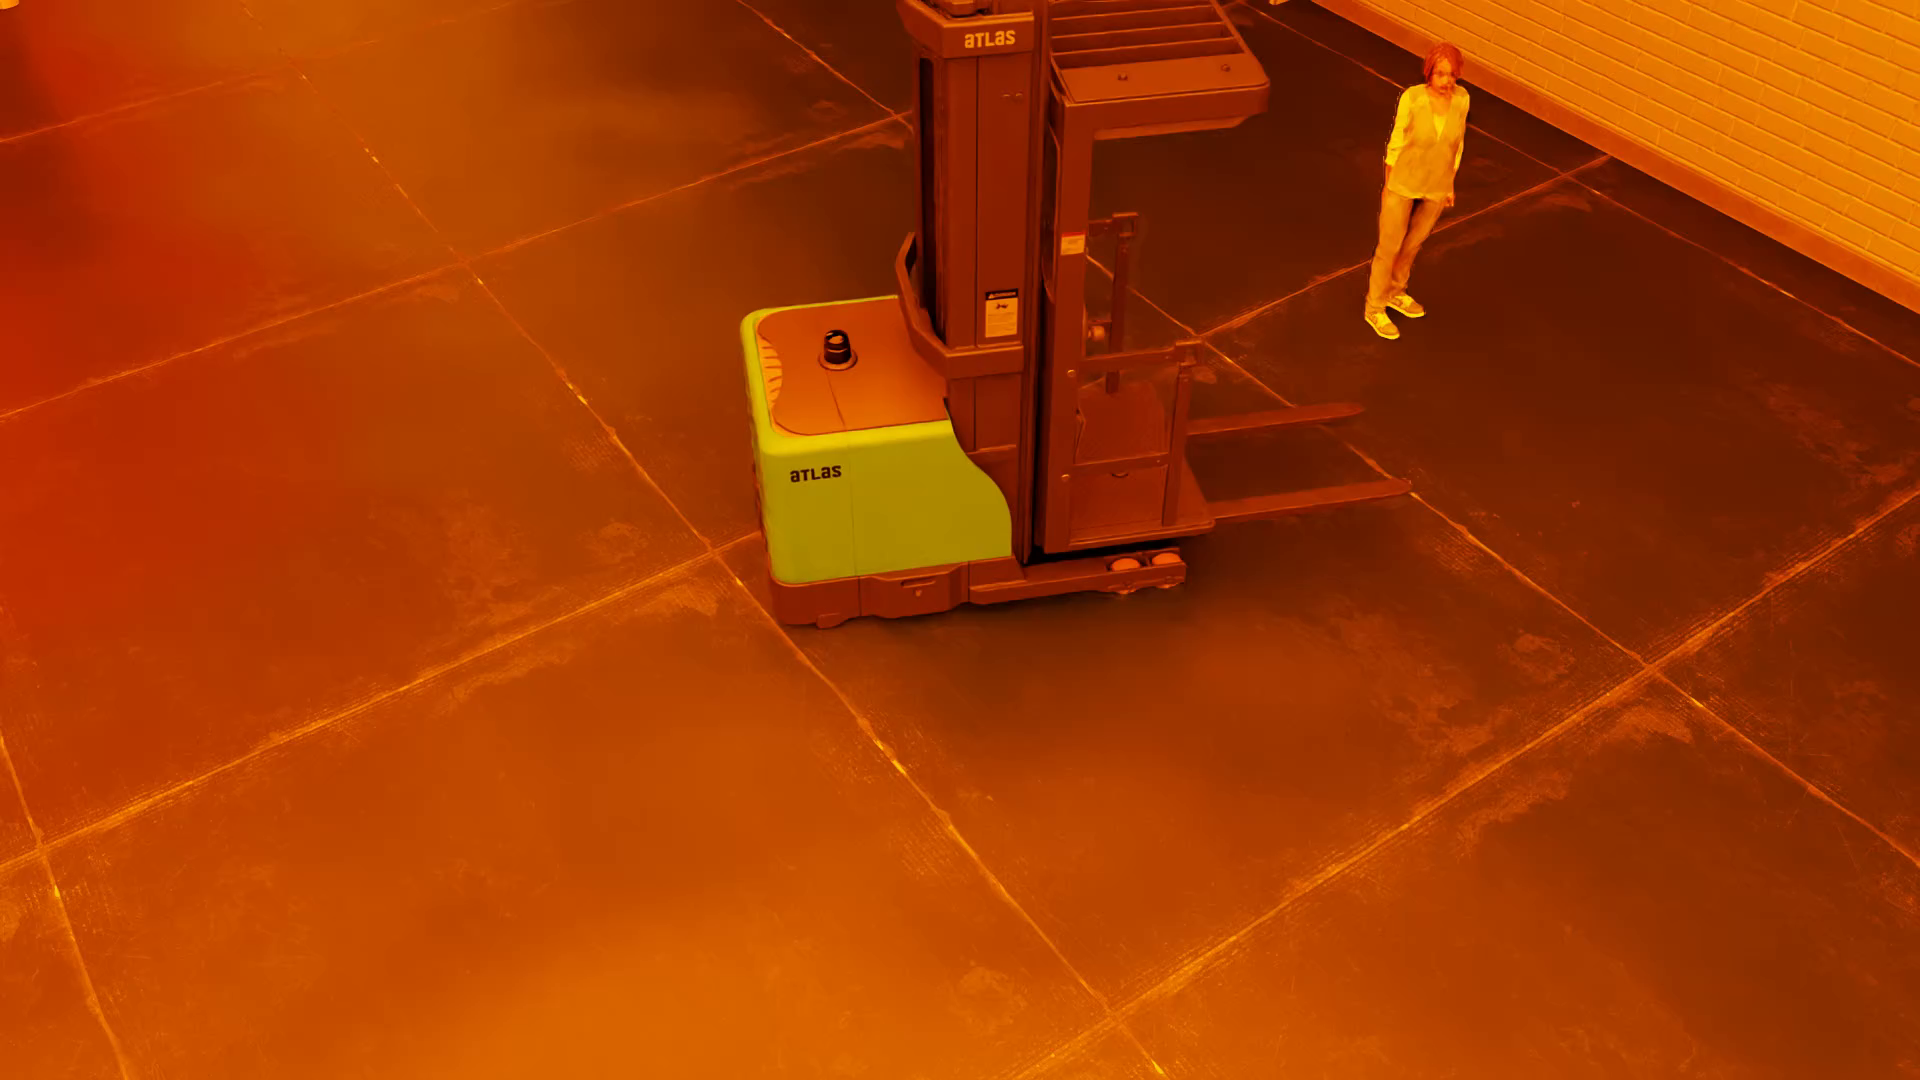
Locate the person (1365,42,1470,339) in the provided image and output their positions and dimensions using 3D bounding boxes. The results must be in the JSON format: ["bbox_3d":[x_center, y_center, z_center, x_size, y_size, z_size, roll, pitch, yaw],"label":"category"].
[{"bbox_3d":[2.402,-1.811,8.666,0.406,1.601,0.421,-3,43,-3],"label":"person"}]

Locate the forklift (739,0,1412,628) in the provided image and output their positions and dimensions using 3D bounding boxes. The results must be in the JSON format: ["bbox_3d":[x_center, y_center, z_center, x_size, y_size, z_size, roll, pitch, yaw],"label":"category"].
[{"bbox_3d":[0.575,-1.178,6.994,3.031,2.935,1.130,-7,43,-8],"label":"forklift"}]
